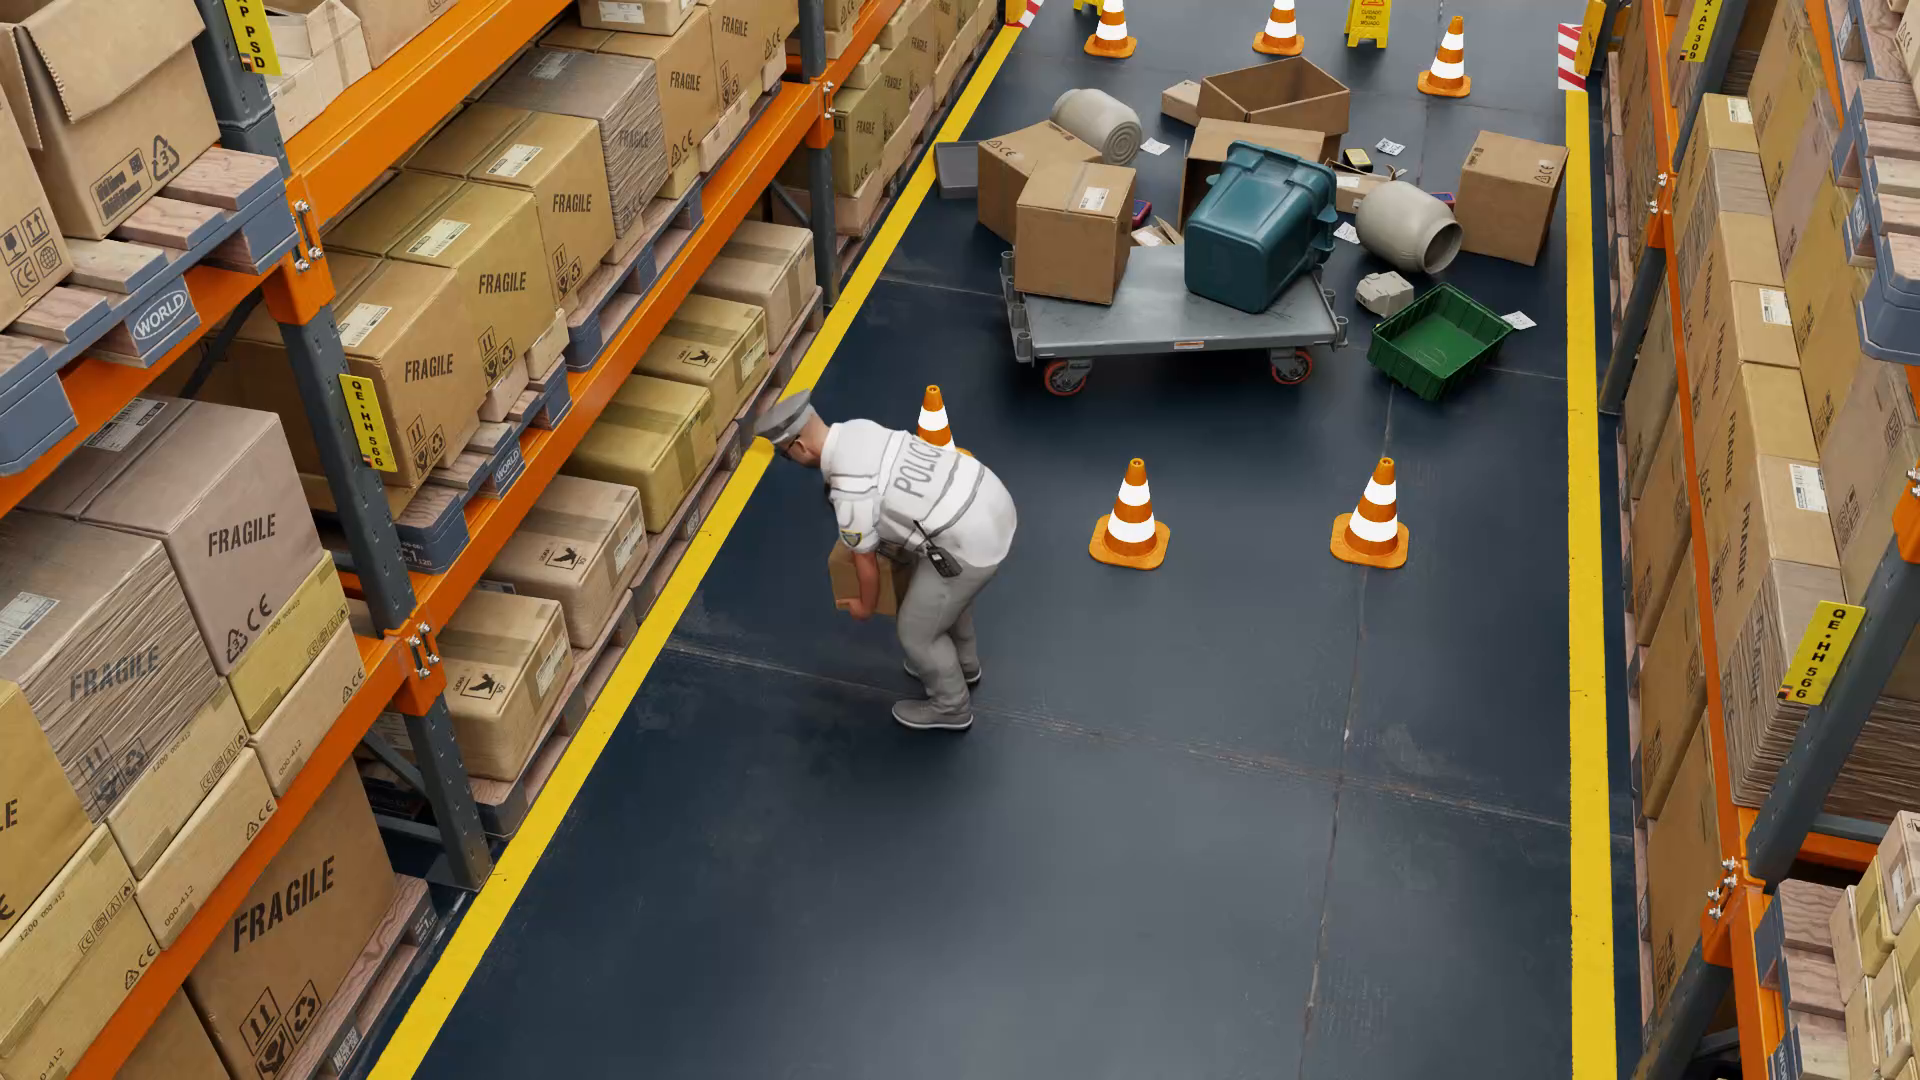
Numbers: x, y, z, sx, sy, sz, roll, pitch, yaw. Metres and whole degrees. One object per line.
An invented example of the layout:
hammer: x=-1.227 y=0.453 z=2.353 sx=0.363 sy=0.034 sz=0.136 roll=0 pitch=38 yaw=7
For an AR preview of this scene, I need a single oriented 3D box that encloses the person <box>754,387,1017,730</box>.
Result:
person: x=-0.274 y=0.069 z=6.341 sx=0.966 sy=1.409 sz=0.468 roll=9 pitch=42 yaw=10
